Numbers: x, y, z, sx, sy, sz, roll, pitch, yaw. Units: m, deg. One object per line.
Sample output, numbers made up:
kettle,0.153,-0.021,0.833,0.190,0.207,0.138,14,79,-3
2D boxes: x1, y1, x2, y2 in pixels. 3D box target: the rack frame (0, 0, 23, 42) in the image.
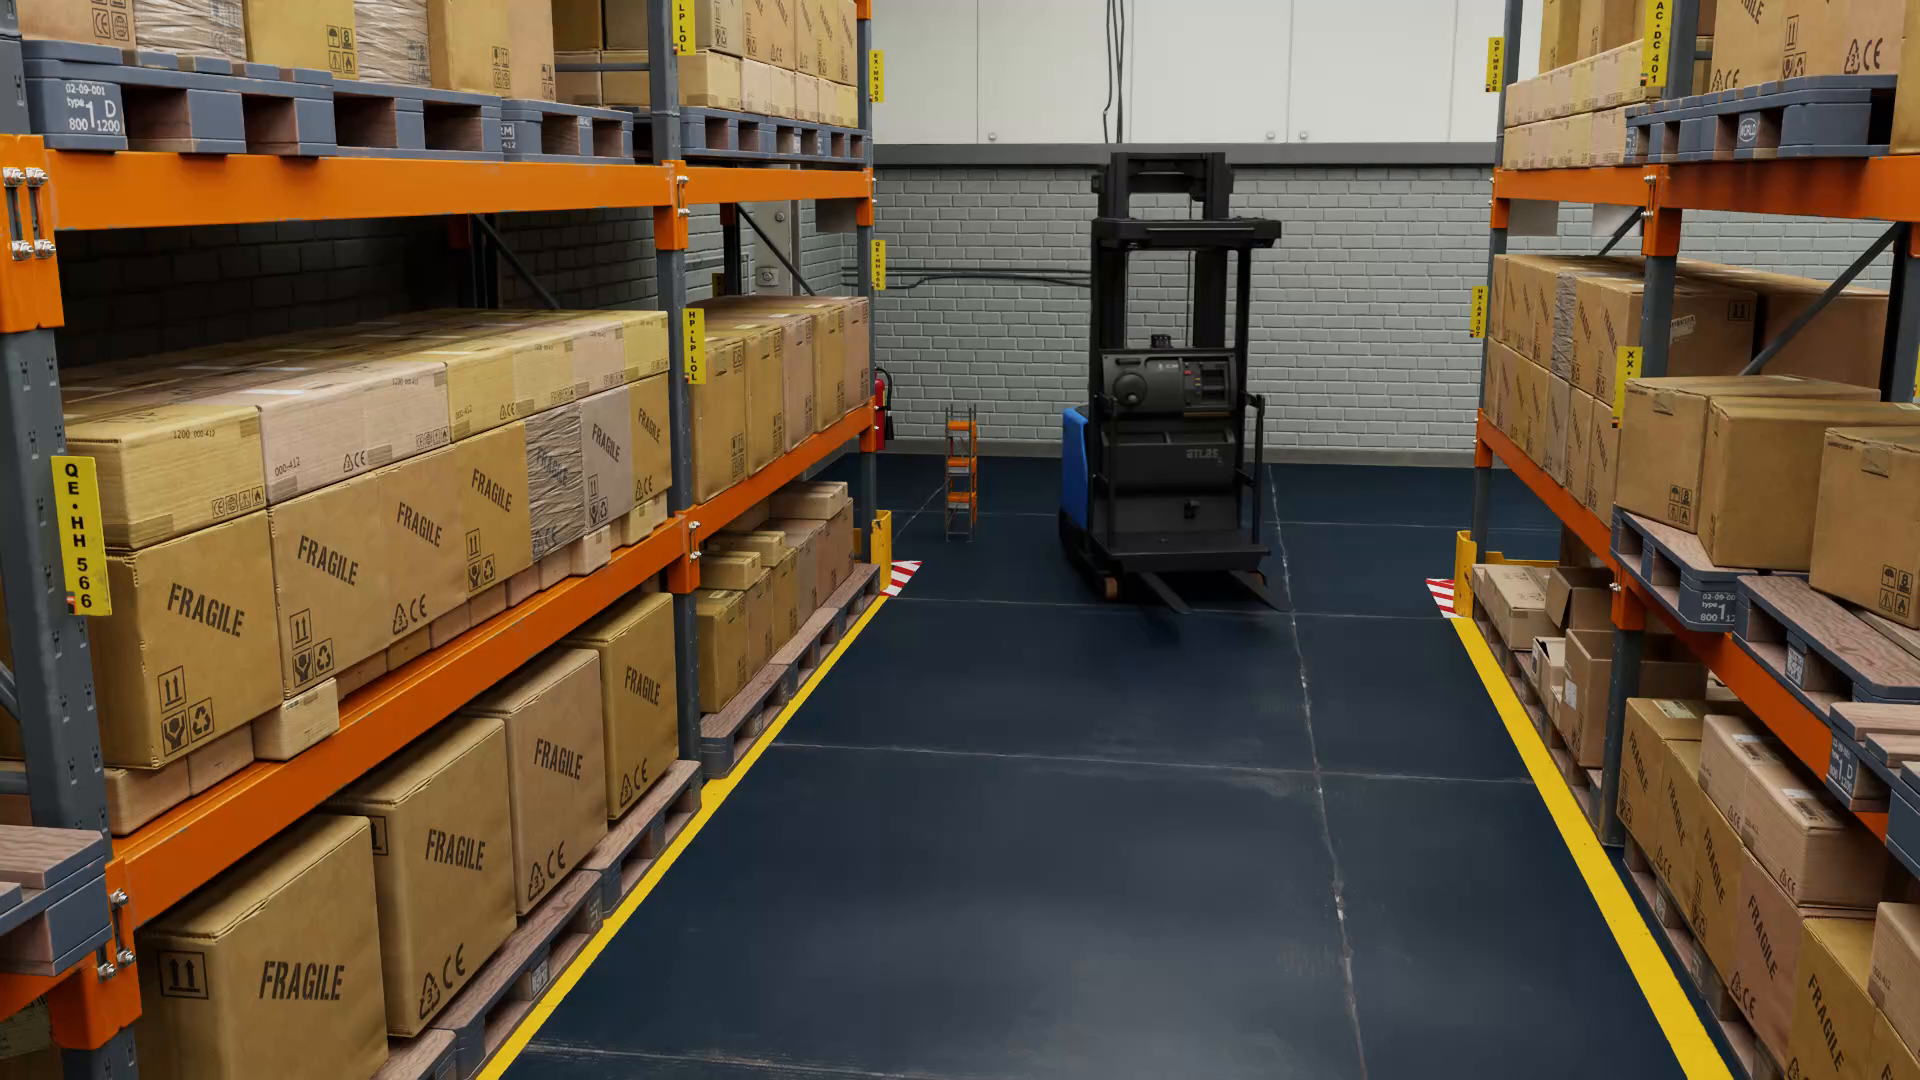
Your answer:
rack frame,-2.308,-2.428,2.898,1.000,3.000,0.127,2,12,9

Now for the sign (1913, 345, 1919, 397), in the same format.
sign,3.752,-0.717,6.451,0.100,0.325,0.005,2,12,9

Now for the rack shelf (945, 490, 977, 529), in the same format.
rack shelf,0.008,-0.242,12.995,0.215,0.259,0.240,2,12,9

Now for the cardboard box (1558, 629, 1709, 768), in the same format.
cardboard box,3.010,0.711,7.463,0.500,0.500,0.500,2,12,9

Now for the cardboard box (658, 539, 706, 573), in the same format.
cardboard box,-1.576,0.079,8.906,0.380,0.149,0.250,1,12,7

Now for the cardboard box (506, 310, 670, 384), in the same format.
cardboard box,-1.511,-0.793,6.782,0.500,0.250,0.500,2,12,10

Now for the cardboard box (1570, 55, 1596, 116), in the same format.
cardboard box,3.169,-2.123,7.776,0.500,0.250,0.500,2,12,9

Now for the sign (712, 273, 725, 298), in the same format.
sign,-1.625,-1.642,11.248,0.100,0.325,0.005,2,12,9

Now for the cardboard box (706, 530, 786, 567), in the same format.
cardboard box,-1.163,0.045,9.059,0.380,0.149,0.250,2,12,7

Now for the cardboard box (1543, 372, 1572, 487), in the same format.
cardboard box,3.181,-0.544,8.159,0.500,0.500,0.500,2,12,10

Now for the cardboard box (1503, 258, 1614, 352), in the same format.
cardboard box,3.416,-1.345,9.506,0.500,0.500,0.500,2,12,9

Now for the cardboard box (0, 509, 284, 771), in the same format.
cardboard box,-1.980,0.208,3.917,0.500,0.500,0.500,2,12,10

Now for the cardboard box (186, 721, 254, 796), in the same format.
cardboard box,-1.981,0.505,4.080,0.380,0.149,0.250,2,12,9

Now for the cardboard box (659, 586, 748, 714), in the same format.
cardboard box,-1.476,0.537,8.320,0.700,0.500,0.500,2,12,9

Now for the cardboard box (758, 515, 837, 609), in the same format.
cardboard box,-1.163,0.109,10.302,0.700,0.500,0.500,2,12,8

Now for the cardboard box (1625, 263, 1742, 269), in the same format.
cardboard box,3.869,-1.224,8.940,0.500,0.500,0.500,2,12,10

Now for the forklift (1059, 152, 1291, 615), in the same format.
forklift,1.458,-1.100,11.139,1.130,2.935,3.031,-2,12,-7

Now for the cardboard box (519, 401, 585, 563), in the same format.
cardboard box,-1.669,-0.217,5.888,0.500,0.500,0.500,2,12,9

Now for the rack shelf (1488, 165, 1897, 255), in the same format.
rack shelf,3.511,-1.699,8.345,1.077,0.370,4.000,2,12,9

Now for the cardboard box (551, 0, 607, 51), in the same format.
cardboard box,-1.815,-2.494,7.670,0.500,0.500,0.500,2,12,8

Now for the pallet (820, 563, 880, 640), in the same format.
pallet,-1.123,0.372,10.768,1.003,0.211,1.213,2,12,9

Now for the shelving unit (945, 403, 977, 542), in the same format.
shelving unit,0.008,-0.524,12.934,0.215,1.050,0.252,2,12,9

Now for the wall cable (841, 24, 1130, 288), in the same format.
wall cable,0.146,-3.741,16.362,3.097,2.526,0.112,2,12,9

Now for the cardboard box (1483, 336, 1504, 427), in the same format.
cardboard box,3.489,-0.966,10.117,0.500,0.500,0.500,2,12,10

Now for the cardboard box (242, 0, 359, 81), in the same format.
cardboard box,-2.162,-1.555,4.687,0.700,0.500,0.500,3,12,12

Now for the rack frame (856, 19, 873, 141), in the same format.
rack frame,-1.077,-4.093,10.626,1.000,3.000,0.127,2,12,9

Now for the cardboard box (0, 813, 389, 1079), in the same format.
cardboard box,-2.065,1.202,4.403,0.750,0.750,0.750,2,12,8

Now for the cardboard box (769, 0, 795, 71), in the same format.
cardboard box,-1.162,-2.691,8.582,0.500,0.500,0.500,2,12,9

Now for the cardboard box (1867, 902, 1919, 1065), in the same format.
cardboard box,2.504,1.091,3.921,0.500,0.250,0.500,2,12,11

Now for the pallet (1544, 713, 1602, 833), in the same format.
pallet,3.310,1.052,7.610,1.003,0.211,1.213,2,12,9

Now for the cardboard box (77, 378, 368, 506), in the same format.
cardboard box,-1.901,-0.264,4.326,0.500,0.250,0.500,2,12,8

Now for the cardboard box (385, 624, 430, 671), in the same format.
cardboard box,-1.858,0.288,5.085,0.380,0.149,0.250,2,12,10

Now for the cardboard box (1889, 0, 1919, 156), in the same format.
cardboard box,2.780,-1.157,3.884,0.910,0.500,0.500,2,12,9

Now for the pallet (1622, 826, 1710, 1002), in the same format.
pallet,3.115,1.366,6.155,1.003,0.211,1.213,2,12,9

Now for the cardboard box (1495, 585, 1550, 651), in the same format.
cardboard box,3.300,0.441,9.312,0.500,0.250,0.500,2,12,9

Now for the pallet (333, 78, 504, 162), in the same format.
pallet,-2.092,-1.238,4.945,1.003,0.211,1.213,2,12,11

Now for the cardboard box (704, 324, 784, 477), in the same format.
cardboard box,-1.475,-0.739,8.588,0.980,0.700,0.700,2,12,7

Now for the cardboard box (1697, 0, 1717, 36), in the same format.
cardboard box,3.240,-2.274,6.697,0.700,0.500,0.500,2,12,9

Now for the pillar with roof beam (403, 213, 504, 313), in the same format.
pillar with roof beam,1.814,-3.295,6.921,9.100,9.000,0.400,2,12,9

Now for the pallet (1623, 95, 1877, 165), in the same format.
pallet,3.033,-1.409,5.737,1.213,0.211,1.003,2,12,9

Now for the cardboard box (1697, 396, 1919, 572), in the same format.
cardboard box,2.866,-0.186,5.500,0.700,0.500,0.500,4,13,18

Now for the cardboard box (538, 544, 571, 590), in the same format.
cardboard box,-1.650,0.076,6.069,0.380,0.149,0.250,2,12,9

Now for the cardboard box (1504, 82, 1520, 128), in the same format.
cardboard box,3.482,-2.540,9.707,0.500,0.250,0.500,2,12,9

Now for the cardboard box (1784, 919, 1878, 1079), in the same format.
cardboard box,2.580,1.362,4.445,0.500,0.500,0.500,1,12,7

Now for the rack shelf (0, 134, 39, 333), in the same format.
rack shelf,-2.615,-0.193,1.358,1.077,0.370,4.000,2,12,9

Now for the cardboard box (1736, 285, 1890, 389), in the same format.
cardboard box,3.553,-0.795,6.950,0.500,0.500,0.500,2,12,10

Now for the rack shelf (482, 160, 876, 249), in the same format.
rack shelf,-1.385,-1.859,9.086,1.077,0.370,4.000,2,12,9

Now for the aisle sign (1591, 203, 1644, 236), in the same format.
aisle sign,4.131,-2.276,10.263,0.394,0.787,0.004,2,12,9

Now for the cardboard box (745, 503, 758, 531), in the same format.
cardboard box,-1.419,-0.134,9.891,0.380,0.149,0.250,2,12,9

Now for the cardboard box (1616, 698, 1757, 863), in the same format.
cardboard box,2.888,0.932,6.439,0.500,0.500,0.500,1,12,6

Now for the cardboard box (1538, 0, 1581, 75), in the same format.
cardboard box,3.595,-2.796,9.116,0.700,0.500,0.500,2,12,9

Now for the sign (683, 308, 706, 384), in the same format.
sign,-1.155,-0.839,7.208,0.100,0.325,0.005,2,12,9

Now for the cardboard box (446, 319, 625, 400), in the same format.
cardboard box,-1.600,-0.687,6.289,0.500,0.250,0.500,2,12,10

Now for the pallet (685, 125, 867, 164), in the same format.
pallet,-1.181,-2.429,10.233,1.003,0.211,1.213,2,12,9

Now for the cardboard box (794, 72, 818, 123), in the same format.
cardboard box,-1.082,-2.430,9.149,0.500,0.250,0.500,2,12,7

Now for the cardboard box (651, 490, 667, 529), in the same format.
cardboard box,-1.465,-0.135,7.049,0.380,0.149,0.250,2,12,9

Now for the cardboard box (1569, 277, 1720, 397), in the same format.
cardboard box,3.101,-0.926,7.560,0.500,0.500,0.500,2,12,8

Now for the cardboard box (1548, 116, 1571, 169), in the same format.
cardboard box,3.252,-1.983,8.310,0.500,0.250,0.500,2,12,9
